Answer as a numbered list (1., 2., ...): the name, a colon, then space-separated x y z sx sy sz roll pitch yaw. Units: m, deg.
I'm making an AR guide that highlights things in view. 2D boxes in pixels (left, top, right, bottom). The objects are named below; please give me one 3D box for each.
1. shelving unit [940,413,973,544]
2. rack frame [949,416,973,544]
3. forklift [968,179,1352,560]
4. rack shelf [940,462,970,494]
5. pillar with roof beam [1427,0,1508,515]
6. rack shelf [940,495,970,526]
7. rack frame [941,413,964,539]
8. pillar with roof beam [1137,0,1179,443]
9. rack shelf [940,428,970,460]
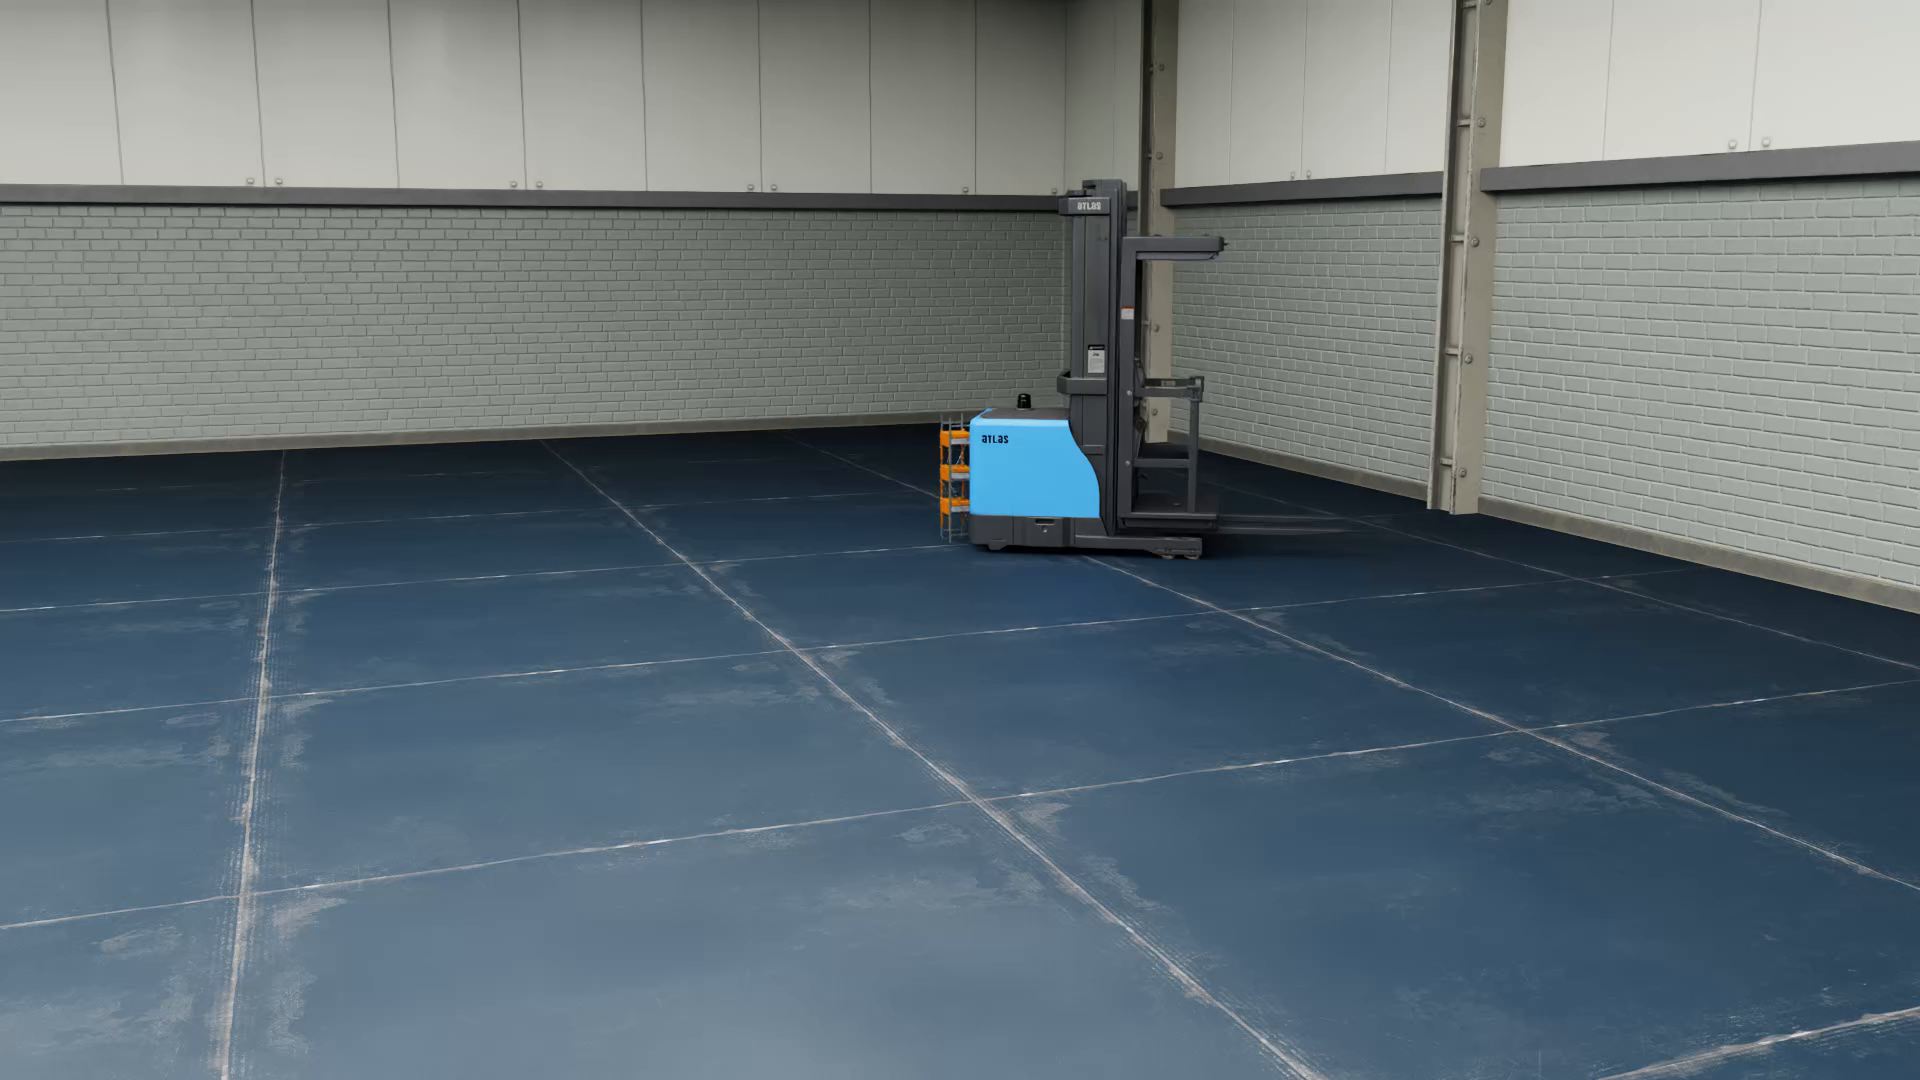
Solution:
1. shelving unit: -0.029 -0.511 13.797 0.215 1.050 0.252 -3 11 -17
2. rack frame: 0.008 -0.491 13.682 0.200 1.050 0.008 -3 11 -17
3. forklift: 1.627 -1.389 13.362 3.031 2.935 1.130 2 10 9
4. rack shelf: -0.029 -0.501 13.798 0.215 0.259 0.240 -3 11 -17
5. pillar with roof beam: 0.574 -4.431 13.137 9.100 9.000 0.400 -4 11 -21
6. rack shelf: -0.029 -0.227 13.847 0.215 0.259 0.240 -3 11 -17
7. rack frame: -0.065 -0.532 13.911 0.200 1.050 0.008 -3 11 -17
8. pillar with roof beam: -1.600 -5.411 18.643 9.100 9.000 0.400 -4 11 -21
9. rack shelf: -0.029 -0.780 13.749 0.215 0.259 0.240 -3 11 -17
